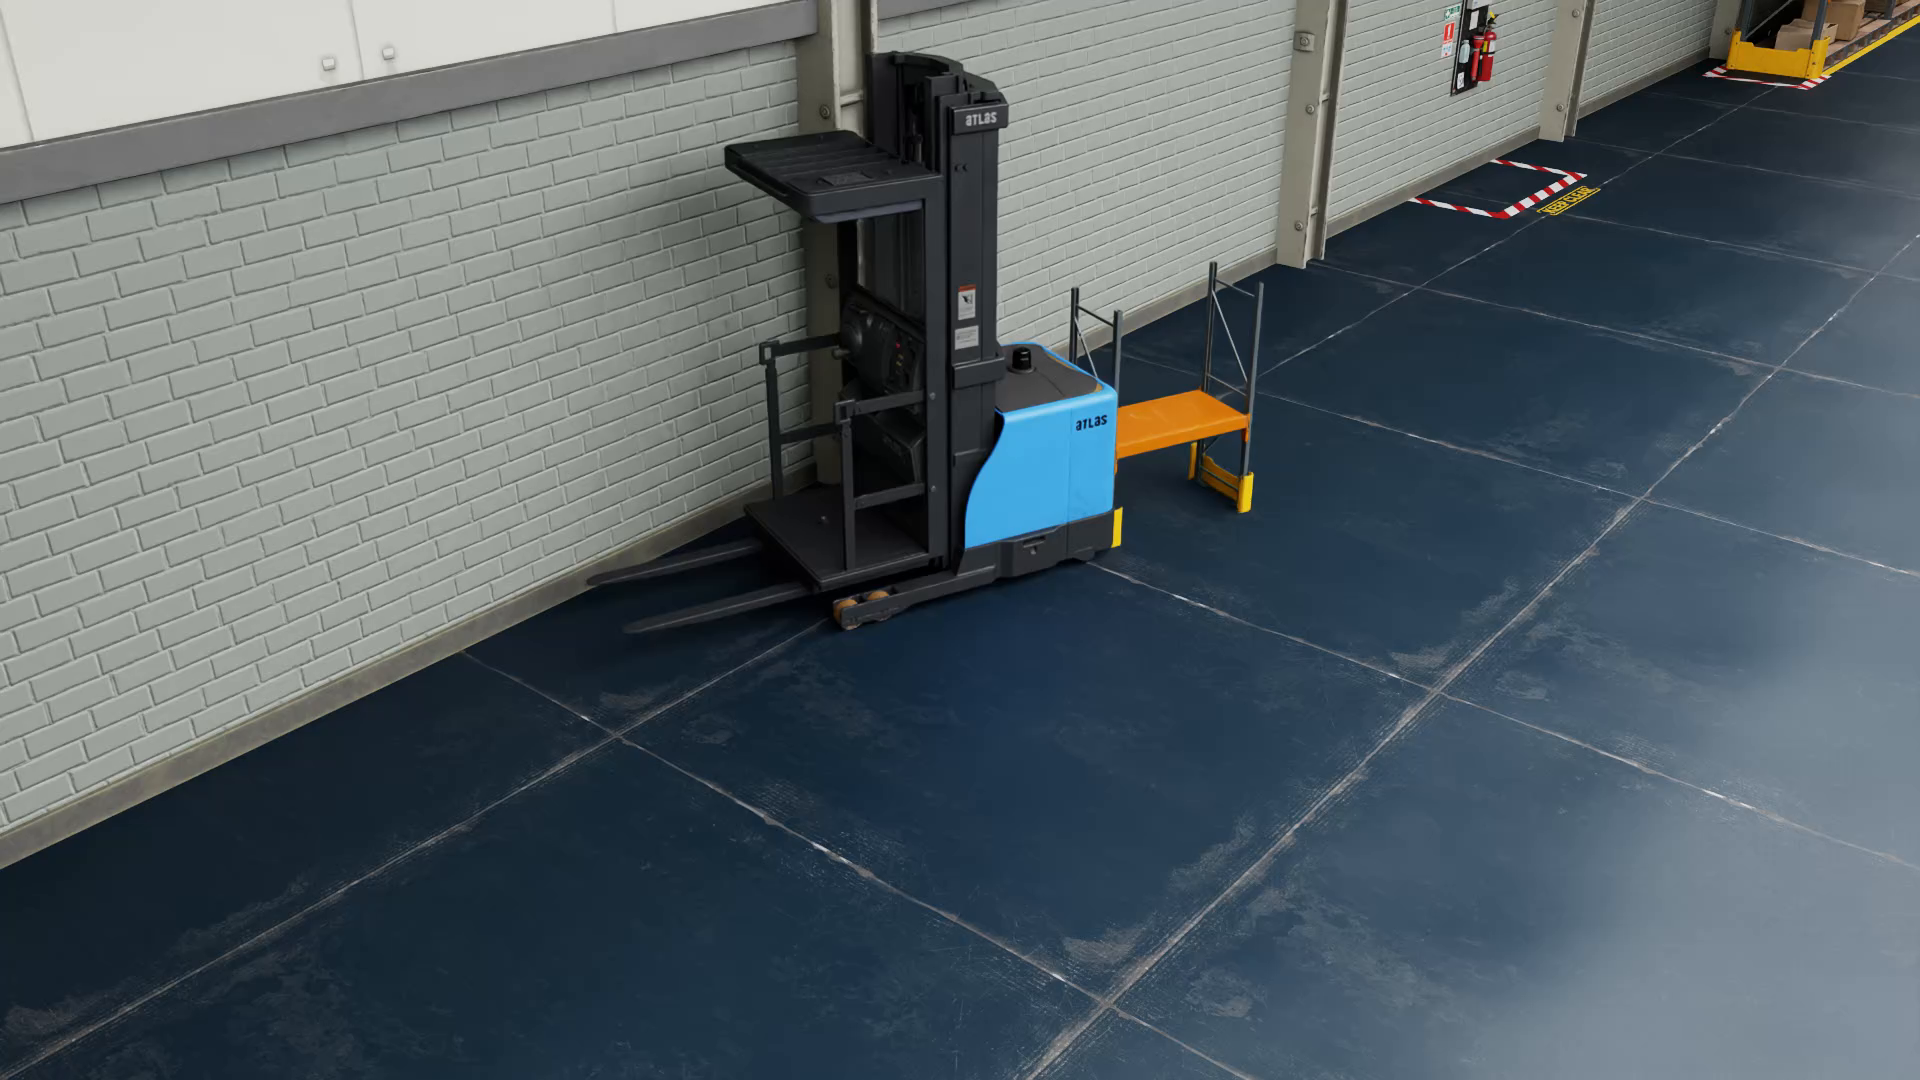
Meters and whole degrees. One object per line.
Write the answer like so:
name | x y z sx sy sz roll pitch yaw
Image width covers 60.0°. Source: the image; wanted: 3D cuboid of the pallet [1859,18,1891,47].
pallet | 13.091 -7.571 24.656 1.003 0.211 1.213 21 34 34

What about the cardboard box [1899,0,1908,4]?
cardboard box | 14.591 -8.776 26.192 0.700 0.500 0.500 21 34 35

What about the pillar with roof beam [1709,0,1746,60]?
pillar with roof beam | 14.046 -9.547 18.912 9.100 9.000 0.400 21 34 34

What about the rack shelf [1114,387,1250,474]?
rack shelf | 1.241 -0.693 10.349 1.000 0.185 0.538 -14 31 -25

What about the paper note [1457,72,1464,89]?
paper note | 5.140 -4.715 17.058 0.016 0.148 0.142 21 34 34

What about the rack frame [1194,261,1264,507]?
rack frame | 1.686 -0.966 10.485 0.032 1.500 0.500 -14 31 -25

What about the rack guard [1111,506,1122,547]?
rack guard | 0.814 -0.189 10.343 0.087 0.250 0.587 -14 31 -25

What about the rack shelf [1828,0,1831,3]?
rack shelf | 12.218 -8.030 23.290 1.077 0.370 4.000 21 34 34

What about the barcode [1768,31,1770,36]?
barcode | 11.159 -6.988 22.930 0.001 0.075 0.075 21 34 34

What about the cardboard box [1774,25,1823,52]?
cardboard box | 11.456 -6.860 22.694 0.500 0.311 0.500 17 32 29

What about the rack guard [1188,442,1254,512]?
rack guard | 1.685 -0.411 10.772 0.087 0.250 0.587 -14 31 -25

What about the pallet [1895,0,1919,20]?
pallet | 14.760 -8.531 26.510 1.003 0.211 1.213 21 34 34

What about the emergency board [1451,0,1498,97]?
emergency board | 5.306 -5.149 16.938 0.194 1.169 0.643 21 34 34

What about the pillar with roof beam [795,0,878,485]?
pillar with roof beam | 2.597 -3.166 6.575 9.100 9.000 0.400 21 34 34

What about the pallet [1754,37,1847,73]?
pallet | 11.539 -6.706 22.984 1.003 0.211 1.213 21 34 34

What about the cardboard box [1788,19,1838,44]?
cardboard box | 11.818 -7.062 23.085 0.500 0.311 0.500 24 36 38

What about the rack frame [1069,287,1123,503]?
rack frame | 0.797 -0.740 10.048 0.032 1.500 0.500 -14 31 -25

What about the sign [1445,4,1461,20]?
sign | 4.885 -5.233 16.486 0.001 0.109 0.331 21 34 34

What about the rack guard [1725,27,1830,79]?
rack guard | 10.995 -6.557 22.380 1.175 0.500 0.348 21 34 34

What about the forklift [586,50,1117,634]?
forklift | -0.614 -1.080 9.148 3.031 2.935 1.130 -14 31 -25

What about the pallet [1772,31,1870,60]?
pallet | 12.315 -7.137 23.816 1.003 0.211 1.213 21 34 34

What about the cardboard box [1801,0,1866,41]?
cardboard box | 12.324 -7.392 23.516 0.700 0.500 0.500 18 33 31

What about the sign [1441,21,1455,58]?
sign | 4.875 -4.999 16.609 0.001 0.329 0.234 21 34 34

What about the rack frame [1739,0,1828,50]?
rack frame | 10.946 -7.640 21.754 1.000 3.000 0.127 21 34 34

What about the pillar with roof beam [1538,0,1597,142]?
pillar with roof beam | 10.229 -7.420 14.800 9.100 9.000 0.400 21 34 34

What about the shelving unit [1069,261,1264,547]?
shelving unit | 1.249 -0.855 10.270 1.083 1.500 0.587 -14 31 -25

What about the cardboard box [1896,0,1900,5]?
cardboard box | 14.236 -8.607 25.865 0.700 0.500 0.500 20 33 33

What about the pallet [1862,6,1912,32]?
pallet | 13.985 -8.096 25.670 1.003 0.211 1.213 21 34 34

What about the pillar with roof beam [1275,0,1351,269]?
pillar with roof beam | 6.413 -5.293 10.688 9.100 9.000 0.400 21 34 34

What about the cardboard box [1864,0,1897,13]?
cardboard box | 13.946 -8.409 25.482 0.700 0.500 0.500 22 35 36

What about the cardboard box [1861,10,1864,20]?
cardboard box | 13.173 -7.797 24.662 0.380 0.166 0.250 16 31 28

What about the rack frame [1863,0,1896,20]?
rack frame | 13.490 -9.058 24.495 1.000 3.000 0.127 21 34 34
